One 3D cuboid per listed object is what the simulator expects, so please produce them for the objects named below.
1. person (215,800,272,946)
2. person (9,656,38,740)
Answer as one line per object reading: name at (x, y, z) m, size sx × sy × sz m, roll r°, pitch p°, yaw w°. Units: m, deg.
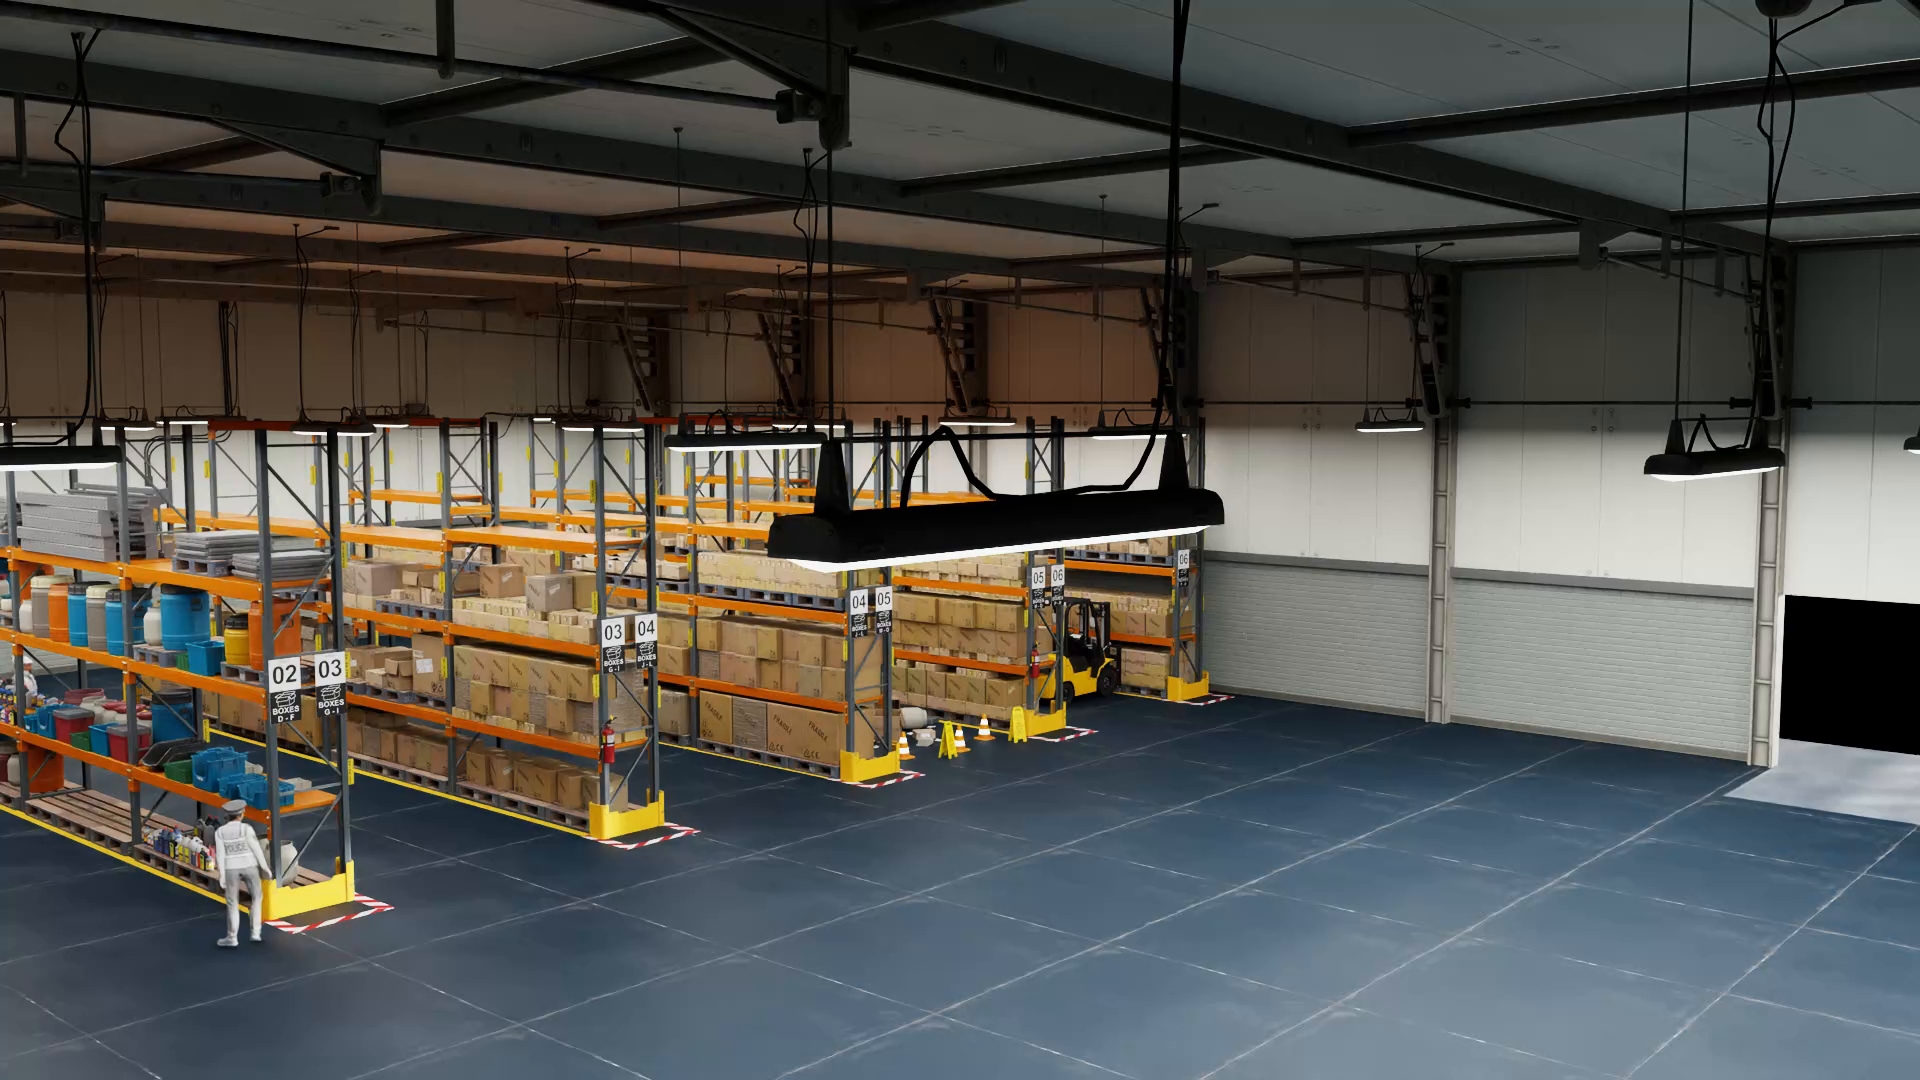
person at (-8.351, 3.885, 19.388) m, size 0.612 × 1.707 × 0.389 m, roll -1°, pitch 5°, yaw -14°
person at (-16.950, 2.967, 30.117) m, size 0.932 × 1.738 × 0.500 m, roll 3°, pitch 5°, yaw 28°
